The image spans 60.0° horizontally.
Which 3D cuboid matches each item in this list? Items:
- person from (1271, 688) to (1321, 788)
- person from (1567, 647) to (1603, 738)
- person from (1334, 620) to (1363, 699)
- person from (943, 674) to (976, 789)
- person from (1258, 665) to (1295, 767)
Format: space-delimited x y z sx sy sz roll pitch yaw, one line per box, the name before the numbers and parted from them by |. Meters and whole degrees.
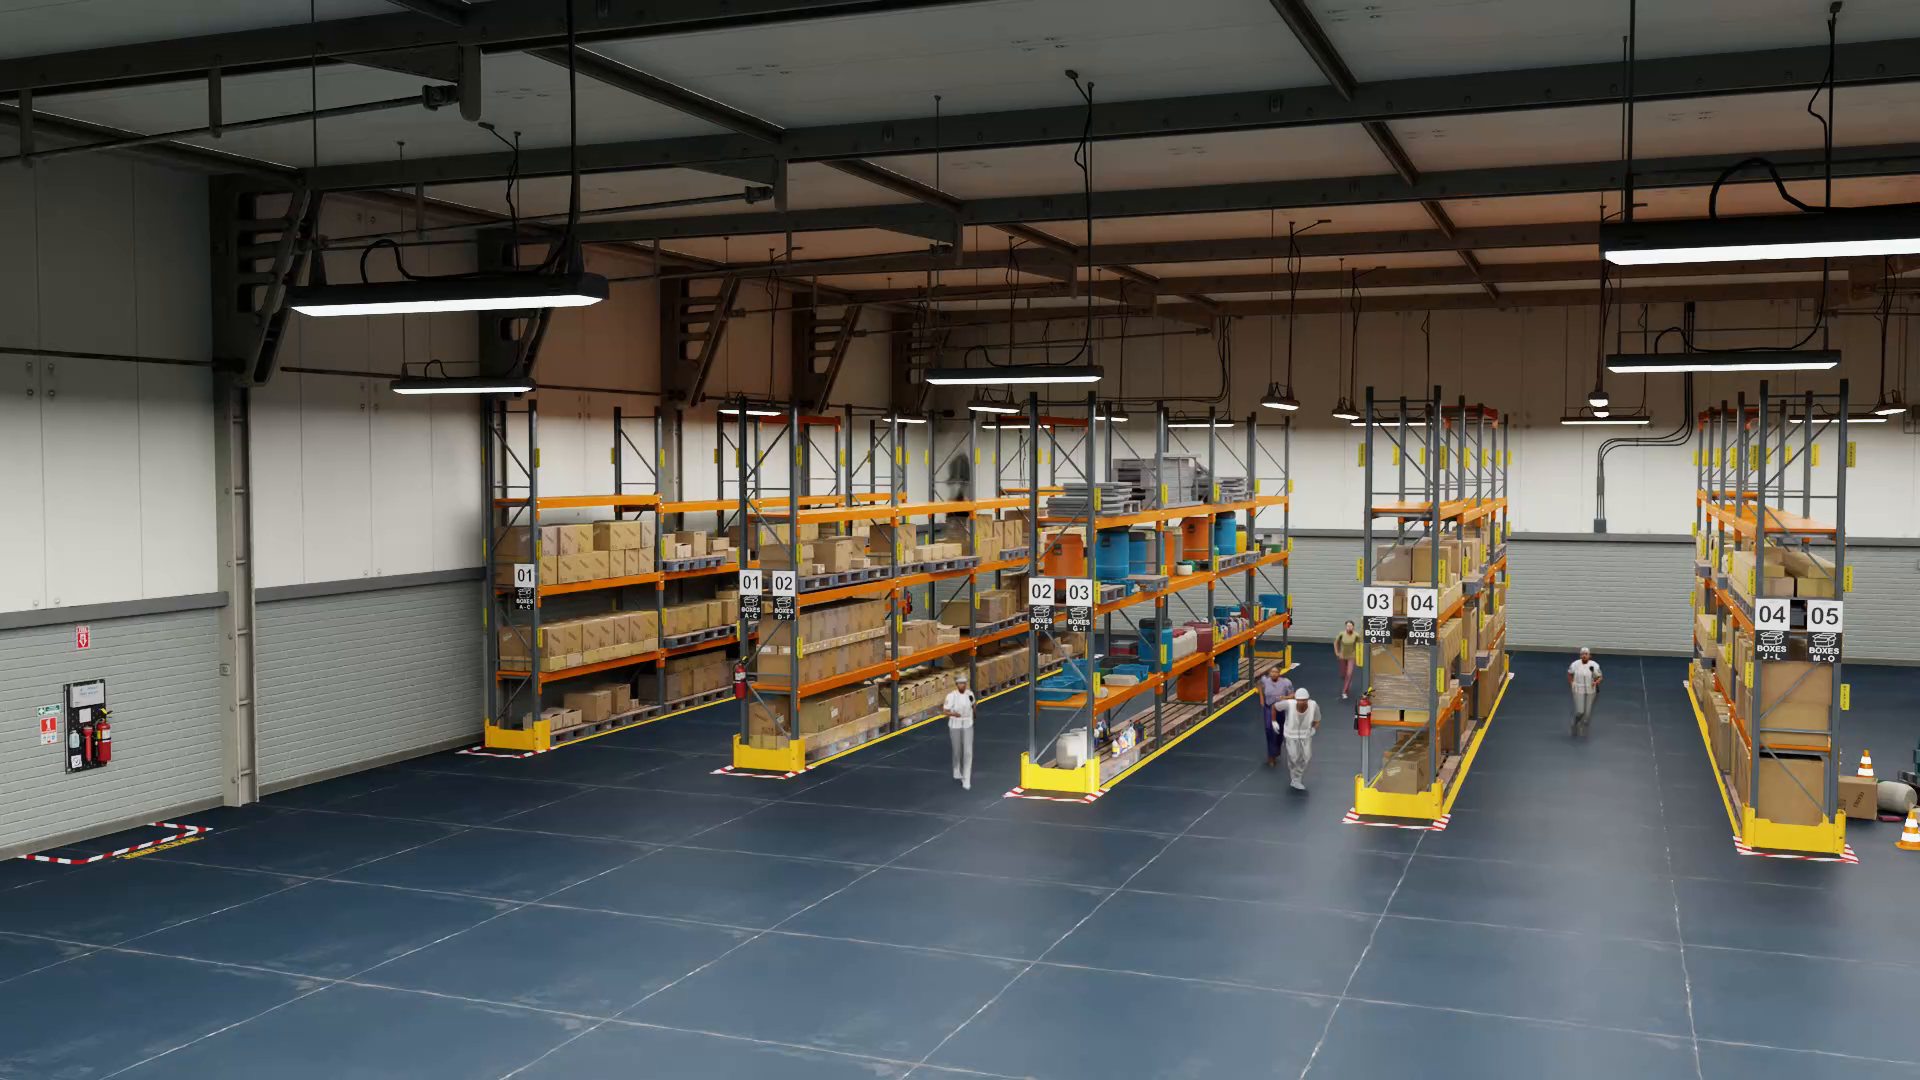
person | 5.038 2.978 24.939 0.715 1.588 0.823 0 3 2
person | 11.099 2.731 29.527 0.581 1.621 0.576 1 3 15
person | 8.169 2.492 34.941 0.597 1.641 0.786 1 3 20
person | 0.002 2.911 25.498 0.565 1.761 0.805 0 3 -10
person | 5.204 2.865 27.377 0.604 1.647 0.973 0 3 10
